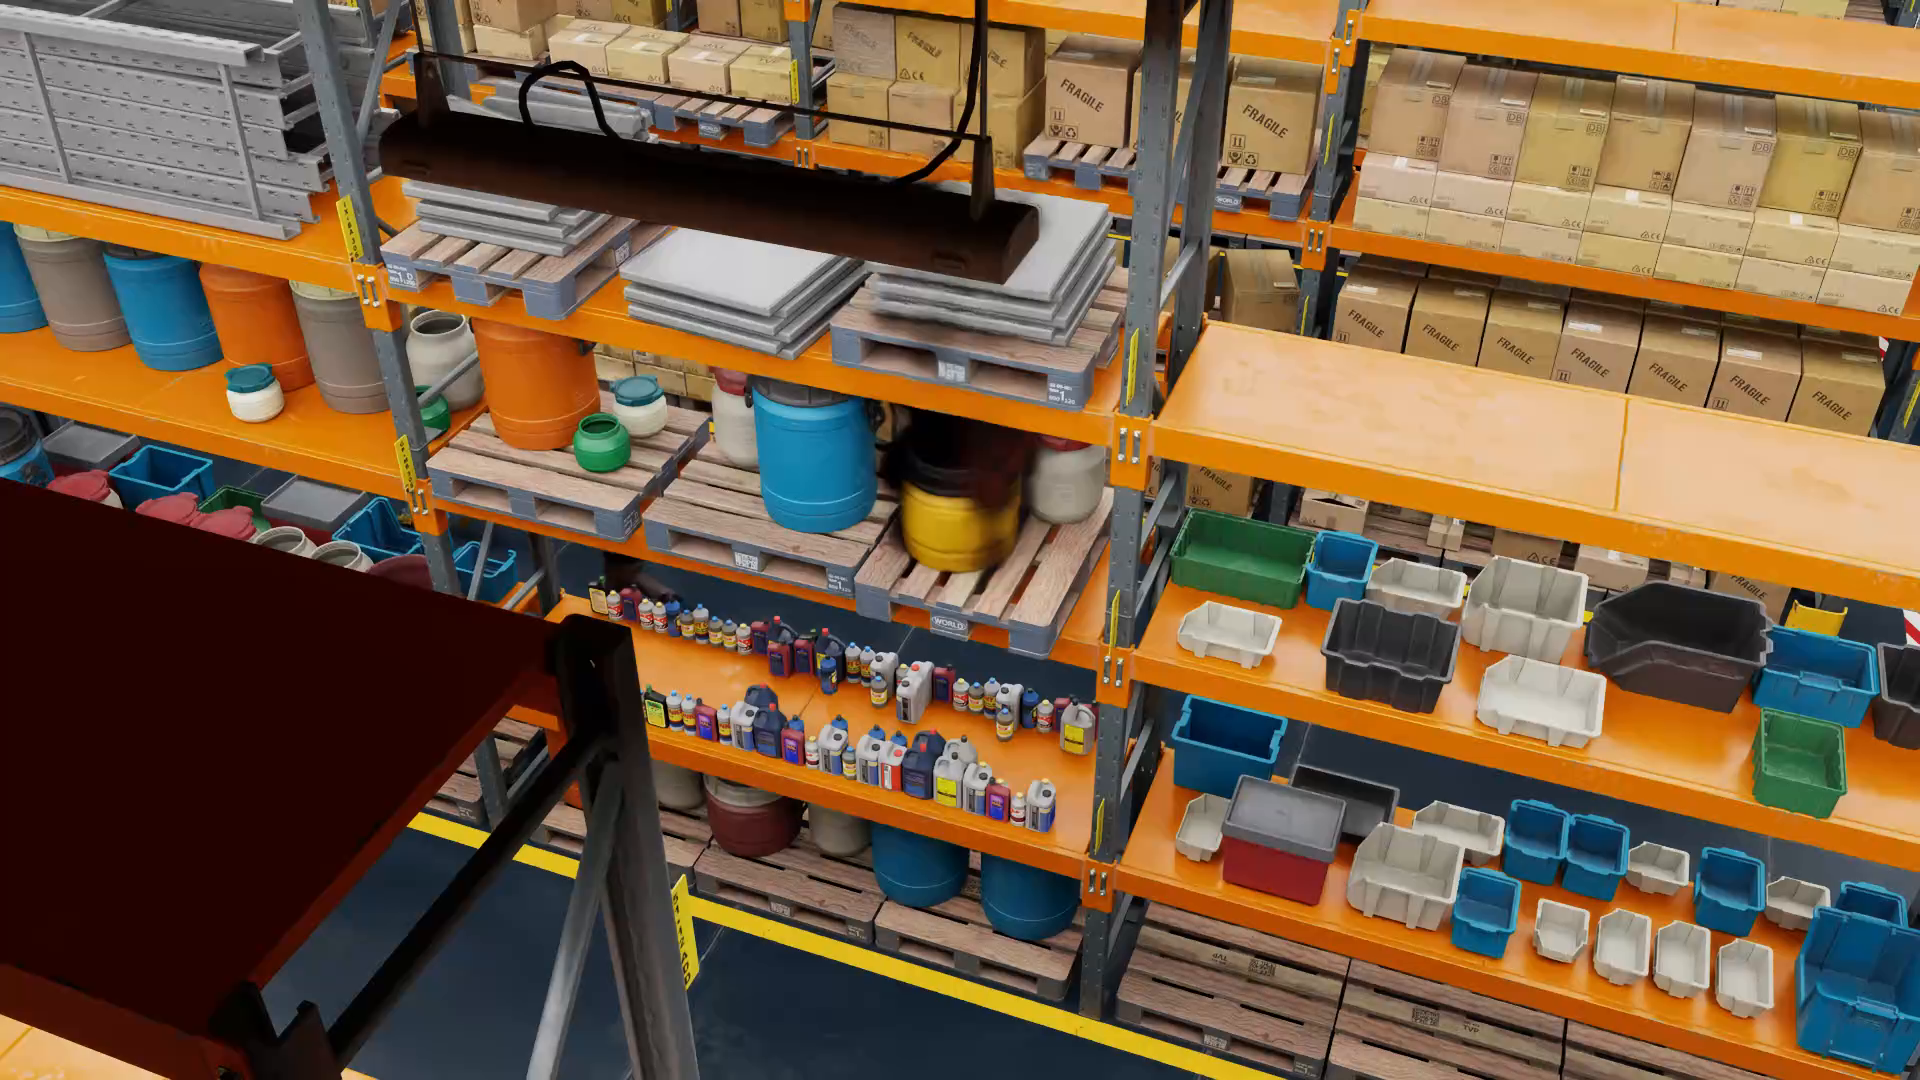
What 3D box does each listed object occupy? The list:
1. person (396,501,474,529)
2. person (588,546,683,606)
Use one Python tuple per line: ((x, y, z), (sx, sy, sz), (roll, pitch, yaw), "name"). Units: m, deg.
((-4.229, -0.781, 12.984), (0.927, 1.769, 0.699), (9, 37, 11), "person")
((-2.343, 0.070, 11.904), (0.580, 1.686, 0.675), (10, 38, 14), "person")
